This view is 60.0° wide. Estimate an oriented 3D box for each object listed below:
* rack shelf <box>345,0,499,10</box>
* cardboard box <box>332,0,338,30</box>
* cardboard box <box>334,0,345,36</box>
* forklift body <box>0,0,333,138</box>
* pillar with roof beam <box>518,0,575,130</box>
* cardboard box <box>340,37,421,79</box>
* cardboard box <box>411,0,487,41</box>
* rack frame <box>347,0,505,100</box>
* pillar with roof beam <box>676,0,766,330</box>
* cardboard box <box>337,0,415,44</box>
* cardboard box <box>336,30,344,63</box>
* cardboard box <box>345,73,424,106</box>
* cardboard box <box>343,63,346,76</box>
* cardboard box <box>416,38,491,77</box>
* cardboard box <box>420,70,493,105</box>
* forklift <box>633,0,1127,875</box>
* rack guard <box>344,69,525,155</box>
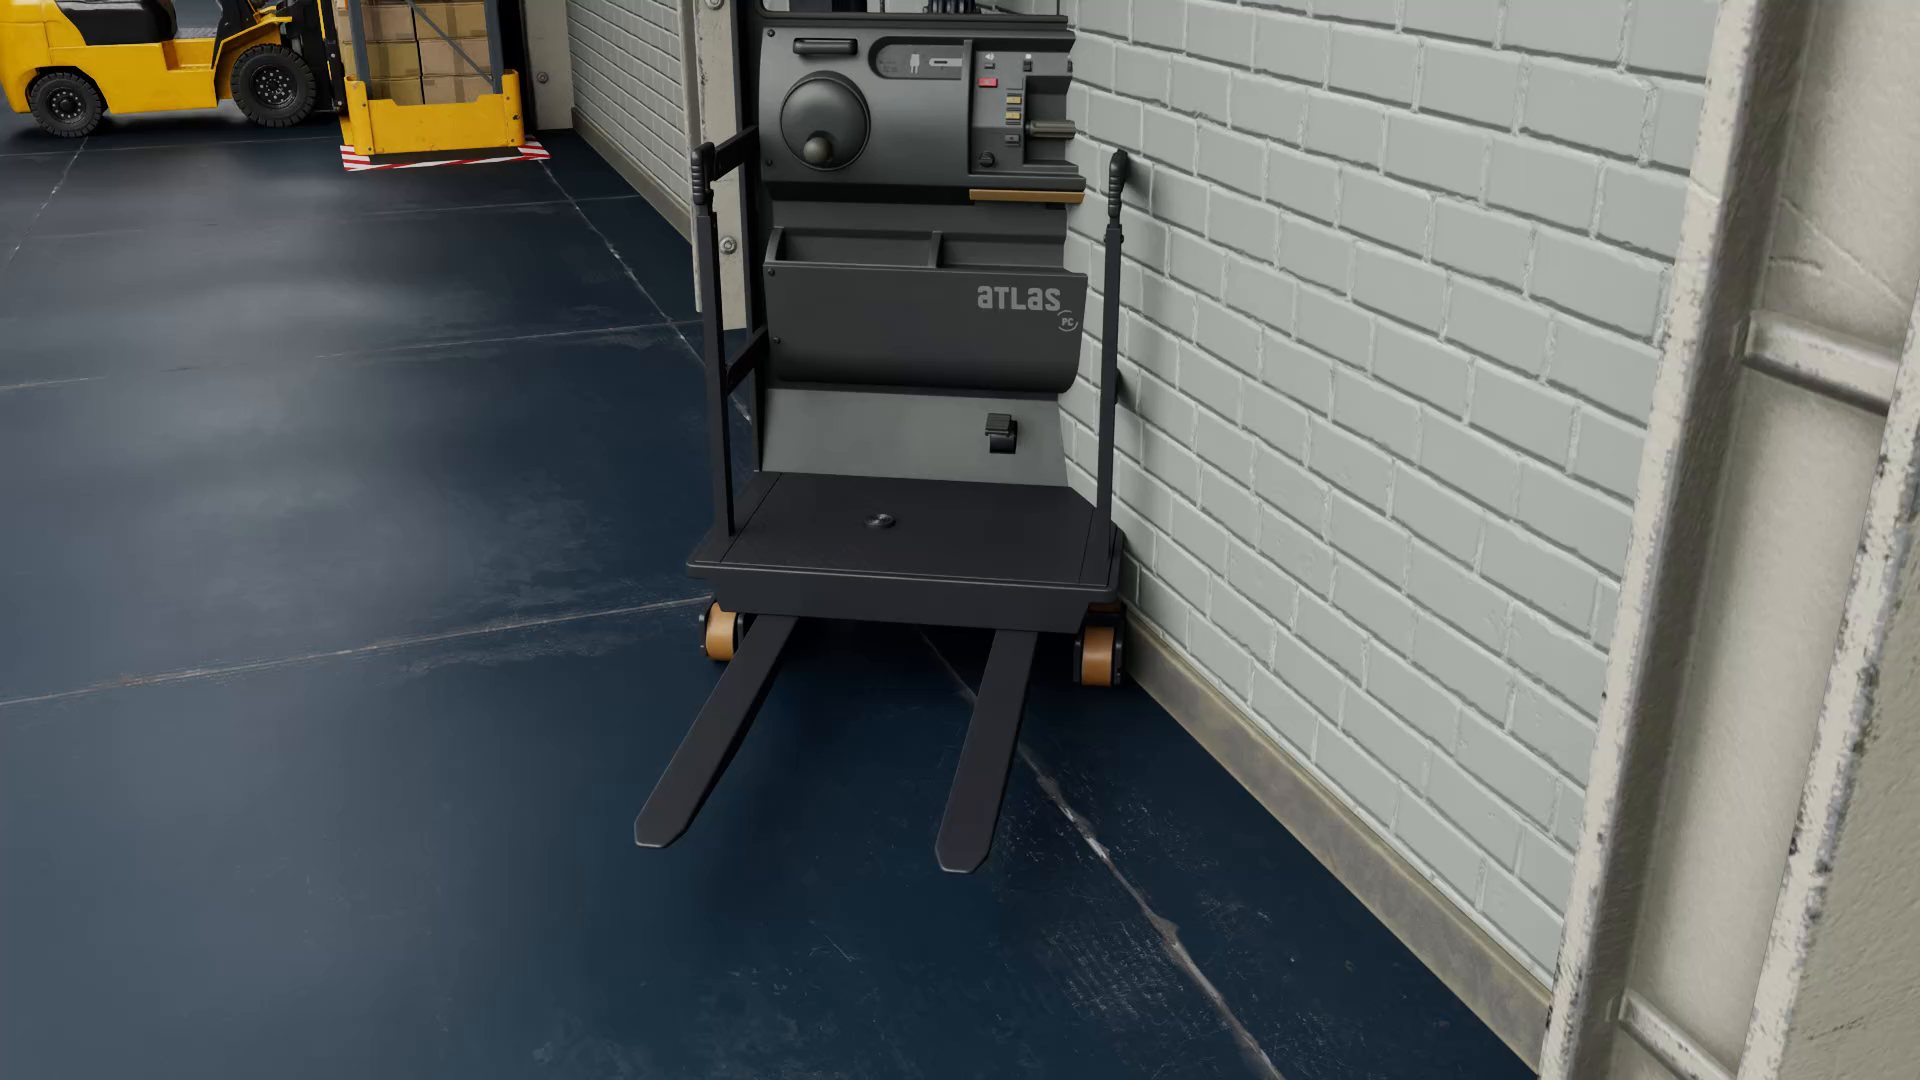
[{"bbox_3d":[-4.453,-4.616,13.267,1.077,0.370,4.000,-8,24,-19],"label":"rack shelf"},{"bbox_3d":[-4.574,-4.100,12.827,0.500,0.250,0.500,-8,24,-18],"label":"cardboard box"},{"bbox_3d":[-4.386,-3.918,12.395,0.500,0.250,0.500,-8,24,-18],"label":"cardboard box"},{"bbox_3d":[-6.123,-4.269,12.609,2.313,2.155,1.214,-8,24,-19],"label":"forklift body"},{"bbox_3d":[-7.176,-6.772,9.730,9.100,9.000,0.400,-8,24,-19],"label":"pillar with roof beam"},{"bbox_3d":[-4.211,-3.512,12.077,0.500,0.250,0.500,-9,24,-20],"label":"cardboard box"},{"bbox_3d":[-3.739,-3.809,12.138,0.500,0.250,0.500,-9,24,-20],"label":"cardboard box"},{"bbox_3d":[-3.746,-4.221,11.403,1.000,3.000,0.127,-8,24,-19],"label":"rack frame"},{"bbox_3d":[-5.057,-4.592,4.558,9.100,9.000,0.400,-8,24,-19],"label":"pillar with roof beam"},{"bbox_3d":[-4.201,-3.733,11.957,0.500,0.250,0.500,-8,24,-17],"label":"cardboard box"},{"bbox_3d":[-4.580,-3.881,12.951,0.500,0.250,0.500,-9,24,-20],"label":"cardboard box"},{"bbox_3d":[-4.208,-3.275,12.158,0.500,0.250,0.500,-8,24,-19],"label":"cardboard box"},{"bbox_3d":[-4.747,-3.826,13.464,0.500,0.250,0.500,-8,24,-17],"label":"cardboard box"},{"bbox_3d":[-3.718,-3.577,12.232,0.500,0.250,0.500,-8,24,-18],"label":"cardboard box"},{"bbox_3d":[-3.737,-3.353,12.343,0.500,0.250,0.500,-8,24,-19],"label":"cardboard box"},{"bbox_3d":[-0.090,-1.111,4.113,1.130,2.935,3.031,3,23,8],"label":"forklift"},{"bbox_3d":[-3.738,-3.061,11.868,1.175,0.500,0.348,-8,24,-19],"label":"rack guard"}]
